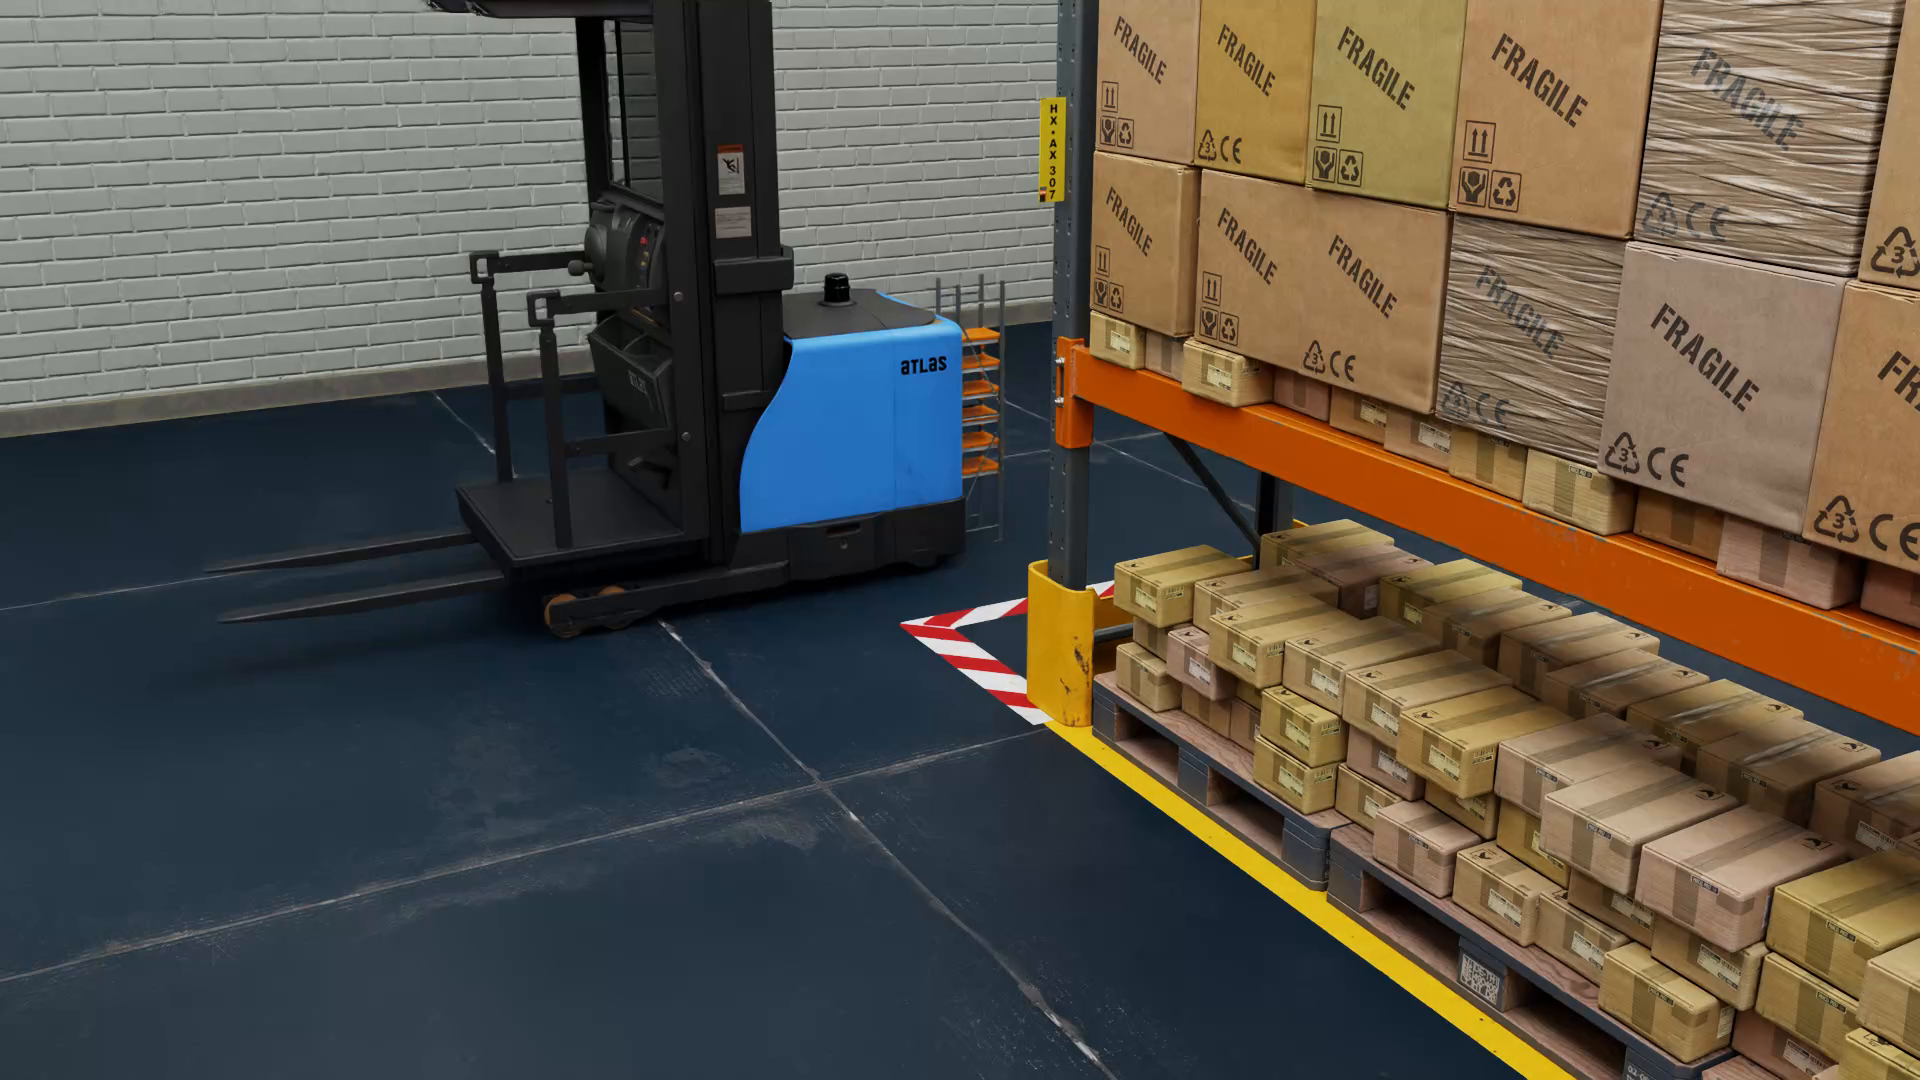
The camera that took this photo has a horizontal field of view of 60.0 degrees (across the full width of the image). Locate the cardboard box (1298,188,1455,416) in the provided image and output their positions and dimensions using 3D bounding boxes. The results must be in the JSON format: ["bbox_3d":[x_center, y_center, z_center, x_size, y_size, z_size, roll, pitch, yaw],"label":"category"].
[{"bbox_3d":[1.244,-0.647,4.298,0.500,0.500,0.500,-10,21,-26],"label":"cardboard box"}]

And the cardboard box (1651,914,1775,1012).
[{"bbox_3d":[1.793,0.885,3.737,0.380,0.149,0.250,-9,21,-25],"label":"cardboard box"}]

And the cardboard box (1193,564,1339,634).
[{"bbox_3d":[0.963,0.209,5.243,0.380,0.149,0.250,-10,21,-26],"label":"cardboard box"}]

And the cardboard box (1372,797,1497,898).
[{"bbox_3d":[1.335,0.793,4.462,0.380,0.149,0.250,-11,22,-29],"label":"cardboard box"}]

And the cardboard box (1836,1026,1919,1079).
[{"bbox_3d":[1.964,1.043,3.282,0.380,0.149,0.250,-11,22,-29],"label":"cardboard box"}]

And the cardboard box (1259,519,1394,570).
[{"bbox_3d":[1.250,0.058,5.680,0.380,0.149,0.250,-10,21,-26],"label":"cardboard box"}]

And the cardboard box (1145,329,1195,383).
[{"bbox_3d":[0.799,-0.594,5.138,0.380,0.149,0.250,-9,21,-25],"label":"cardboard box"}]

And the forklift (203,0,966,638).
[{"bbox_3d":[-1.525,-1.199,6.613,3.031,2.935,1.130,-10,21,-26],"label":"forklift"}]

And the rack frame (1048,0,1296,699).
[{"bbox_3d":[0.776,-0.923,5.707,1.000,3.000,0.127,-10,21,-27],"label":"rack frame"}]

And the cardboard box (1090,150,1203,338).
[{"bbox_3d":[0.746,-0.939,5.145,0.500,0.500,0.500,-9,21,-24],"label":"cardboard box"}]

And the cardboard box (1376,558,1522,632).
[{"bbox_3d":[1.554,0.193,5.287,0.380,0.149,0.250,-11,22,-28],"label":"cardboard box"}]

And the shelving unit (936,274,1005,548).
[{"bbox_3d":[0.044,-0.570,7.442,0.258,1.200,0.189,-10,21,-27],"label":"shelving unit"}]

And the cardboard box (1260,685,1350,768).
[{"bbox_3d":[1.100,0.510,4.825,0.380,0.149,0.250,-9,21,-25],"label":"cardboard box"}]

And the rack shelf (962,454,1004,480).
[{"bbox_3d":[0.044,-0.301,7.535,0.258,0.103,0.180,-10,21,-27],"label":"rack shelf"}]

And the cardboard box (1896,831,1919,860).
[{"bbox_3d":[2.308,0.738,3.709,0.380,0.149,0.250,-11,22,-28],"label":"cardboard box"}]

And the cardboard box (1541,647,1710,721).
[{"bbox_3d":[1.825,0.439,4.576,0.380,0.149,0.250,-11,22,-28],"label":"cardboard box"}]

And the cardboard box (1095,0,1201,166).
[{"bbox_3d":[0.756,-1.413,4.987,0.500,0.500,0.500,-10,21,-27],"label":"cardboard box"}]

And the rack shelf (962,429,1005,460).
[{"bbox_3d":[0.044,-0.414,7.496,0.258,0.103,0.180,-10,21,-27],"label":"rack shelf"}]

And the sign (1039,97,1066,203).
[{"bbox_3d":[0.299,-1.248,5.322,0.100,0.325,0.005,-10,21,-27],"label":"sign"}]

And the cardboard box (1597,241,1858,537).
[{"bbox_3d":[1.717,-0.350,3.437,0.500,0.500,0.500,-10,21,-27],"label":"cardboard box"}]

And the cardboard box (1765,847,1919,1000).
[{"bbox_3d":[1.942,0.807,3.508,0.380,0.149,0.250,-9,21,-25],"label":"cardboard box"}]

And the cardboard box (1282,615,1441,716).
[{"bbox_3d":[1.160,0.359,4.807,0.380,0.149,0.250,-11,22,-29],"label":"cardboard box"}]

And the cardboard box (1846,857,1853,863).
[{"bbox_3d":[2.203,0.797,3.995,0.380,0.149,0.250,-9,21,-24],"label":"cardboard box"}]

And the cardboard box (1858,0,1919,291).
[{"bbox_3d":[1.964,-0.676,2.849,0.500,0.500,0.500,-11,22,-28],"label":"cardboard box"}]

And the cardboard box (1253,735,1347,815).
[{"bbox_3d":[1.088,0.649,4.878,0.380,0.149,0.250,-10,21,-26],"label":"cardboard box"}]

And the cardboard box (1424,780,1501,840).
[{"bbox_3d":[1.475,0.643,4.440,0.380,0.149,0.250,-9,21,-24],"label":"cardboard box"}]

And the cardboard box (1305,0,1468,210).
[{"bbox_3d":[1.228,-1.117,4.127,0.500,0.500,0.500,-11,22,-28],"label":"cardboard box"}]

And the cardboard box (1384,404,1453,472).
[{"bbox_3d":[1.323,-0.298,4.282,0.380,0.149,0.250,-10,22,-28],"label":"cardboard box"}]

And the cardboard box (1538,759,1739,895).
[{"bbox_3d":[1.593,0.668,3.910,0.380,0.149,0.250,-11,22,-29],"label":"cardboard box"}]

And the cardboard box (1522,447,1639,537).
[{"bbox_3d":[1.528,-0.139,3.822,0.380,0.149,0.250,-10,21,-26],"label":"cardboard box"}]

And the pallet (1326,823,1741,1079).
[{"bbox_3d":[1.742,1.006,4.394,1.003,0.211,1.213,-10,21,-27],"label":"pallet"}]

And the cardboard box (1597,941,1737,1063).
[{"bbox_3d":[1.698,1.018,3.810,0.380,0.149,0.250,-10,21,-27],"label":"cardboard box"}]

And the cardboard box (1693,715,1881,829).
[{"bbox_3d":[2.057,0.587,4.147,0.380,0.149,0.250,-11,22,-29],"label":"cardboard box"}]

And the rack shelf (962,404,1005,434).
[{"bbox_3d":[0.044,-0.528,7.457,0.258,0.103,0.180,-10,21,-27],"label":"rack shelf"}]

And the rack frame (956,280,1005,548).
[{"bbox_3d":[0.088,-0.543,7.367,0.240,1.200,0.006,-10,21,-27],"label":"rack frame"}]

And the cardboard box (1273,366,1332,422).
[{"bbox_3d":[1.123,-0.455,4.736,0.380,0.149,0.250,-9,21,-24],"label":"cardboard box"}]

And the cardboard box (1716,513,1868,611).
[{"bbox_3d":[1.785,0.004,3.406,0.380,0.149,0.250,-11,22,-29],"label":"cardboard box"}]

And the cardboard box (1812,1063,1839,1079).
[{"bbox_3d":[1.957,1.161,3.394,0.380,0.149,0.250,-11,22,-28],"label":"cardboard box"}]
